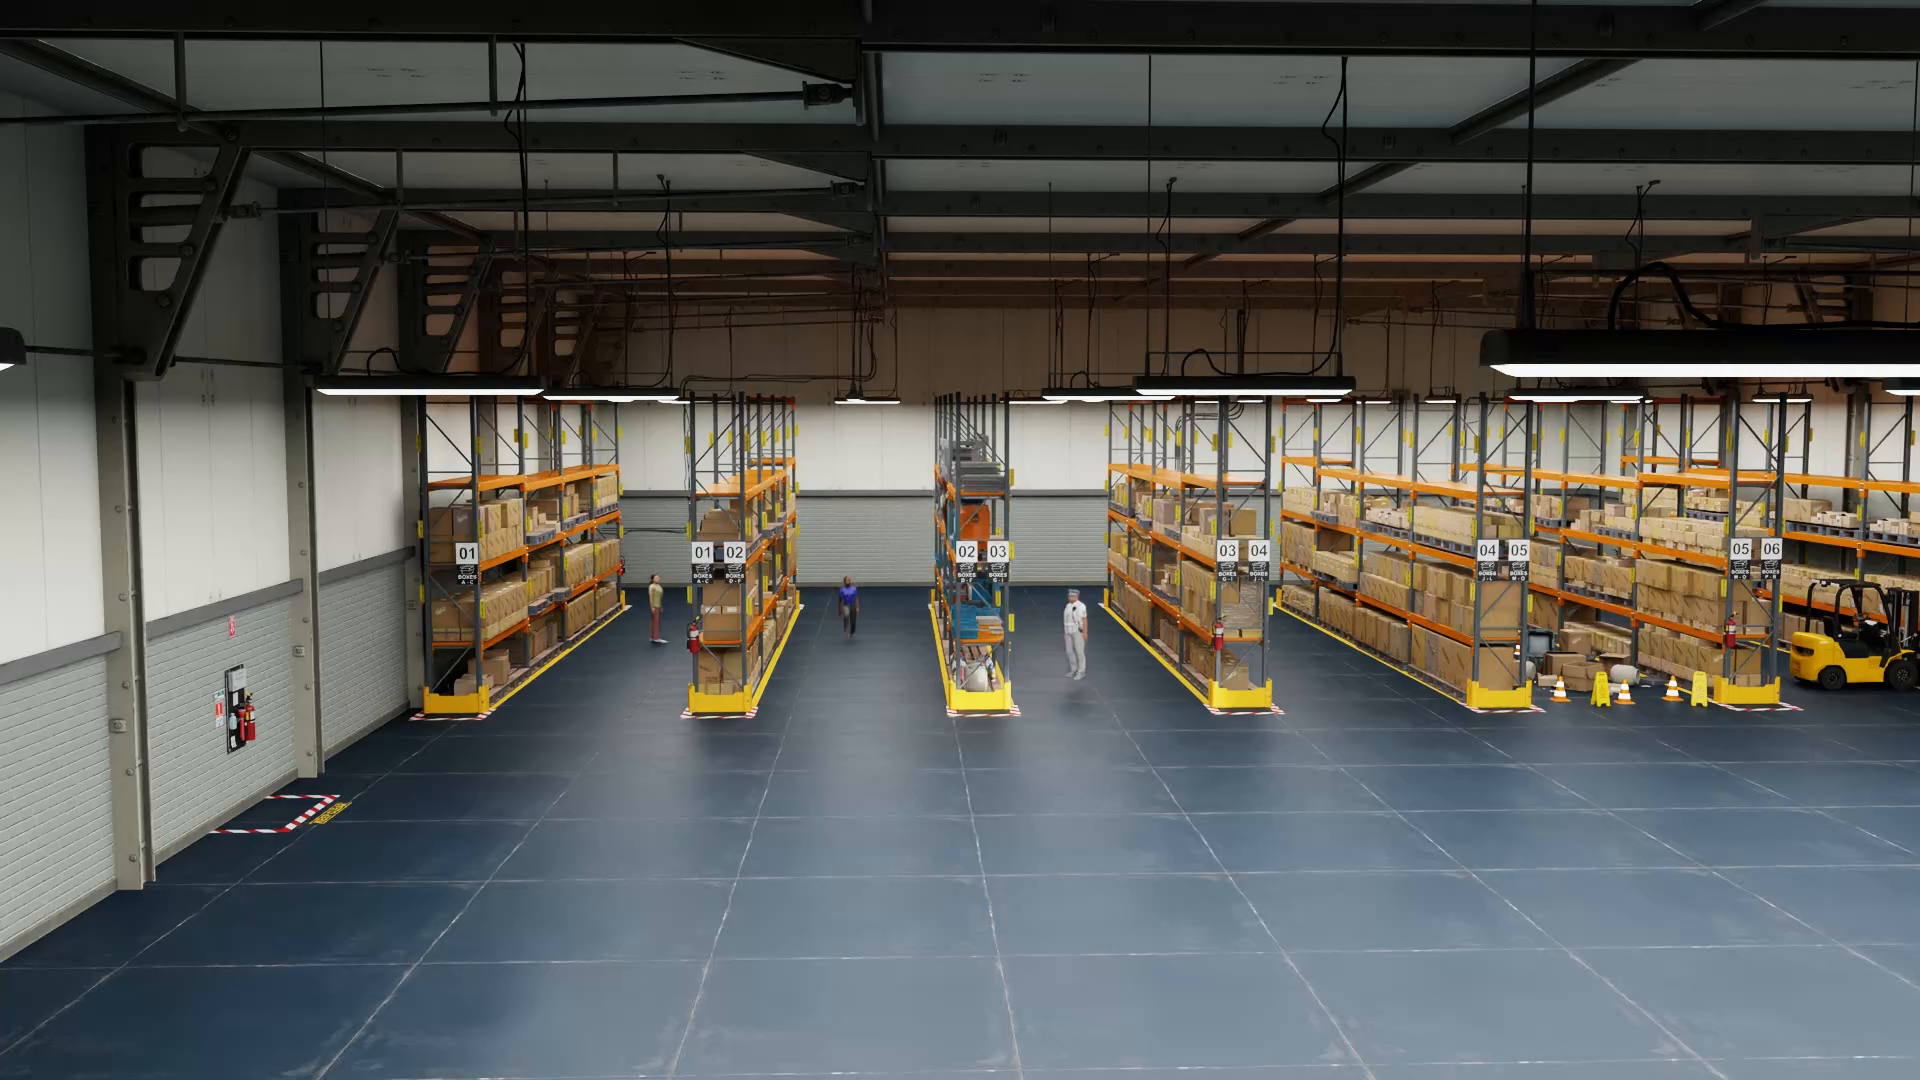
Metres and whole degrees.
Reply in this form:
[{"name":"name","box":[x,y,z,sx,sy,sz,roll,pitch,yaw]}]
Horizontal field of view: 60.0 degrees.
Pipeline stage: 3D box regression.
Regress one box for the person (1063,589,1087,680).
[{"name":"person","box":[2.303,1.886,33.522,0.469,1.786,0.654,-3,6,-36]}]

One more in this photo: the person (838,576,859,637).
[{"name":"person","box":[-2.712,1.682,40.456,0.504,1.453,0.965,-1,5,-8]}]

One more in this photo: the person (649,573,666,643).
[{"name":"person","box":[-7.367,1.647,40.542,0.451,1.678,0.463,0,5,4]}]
